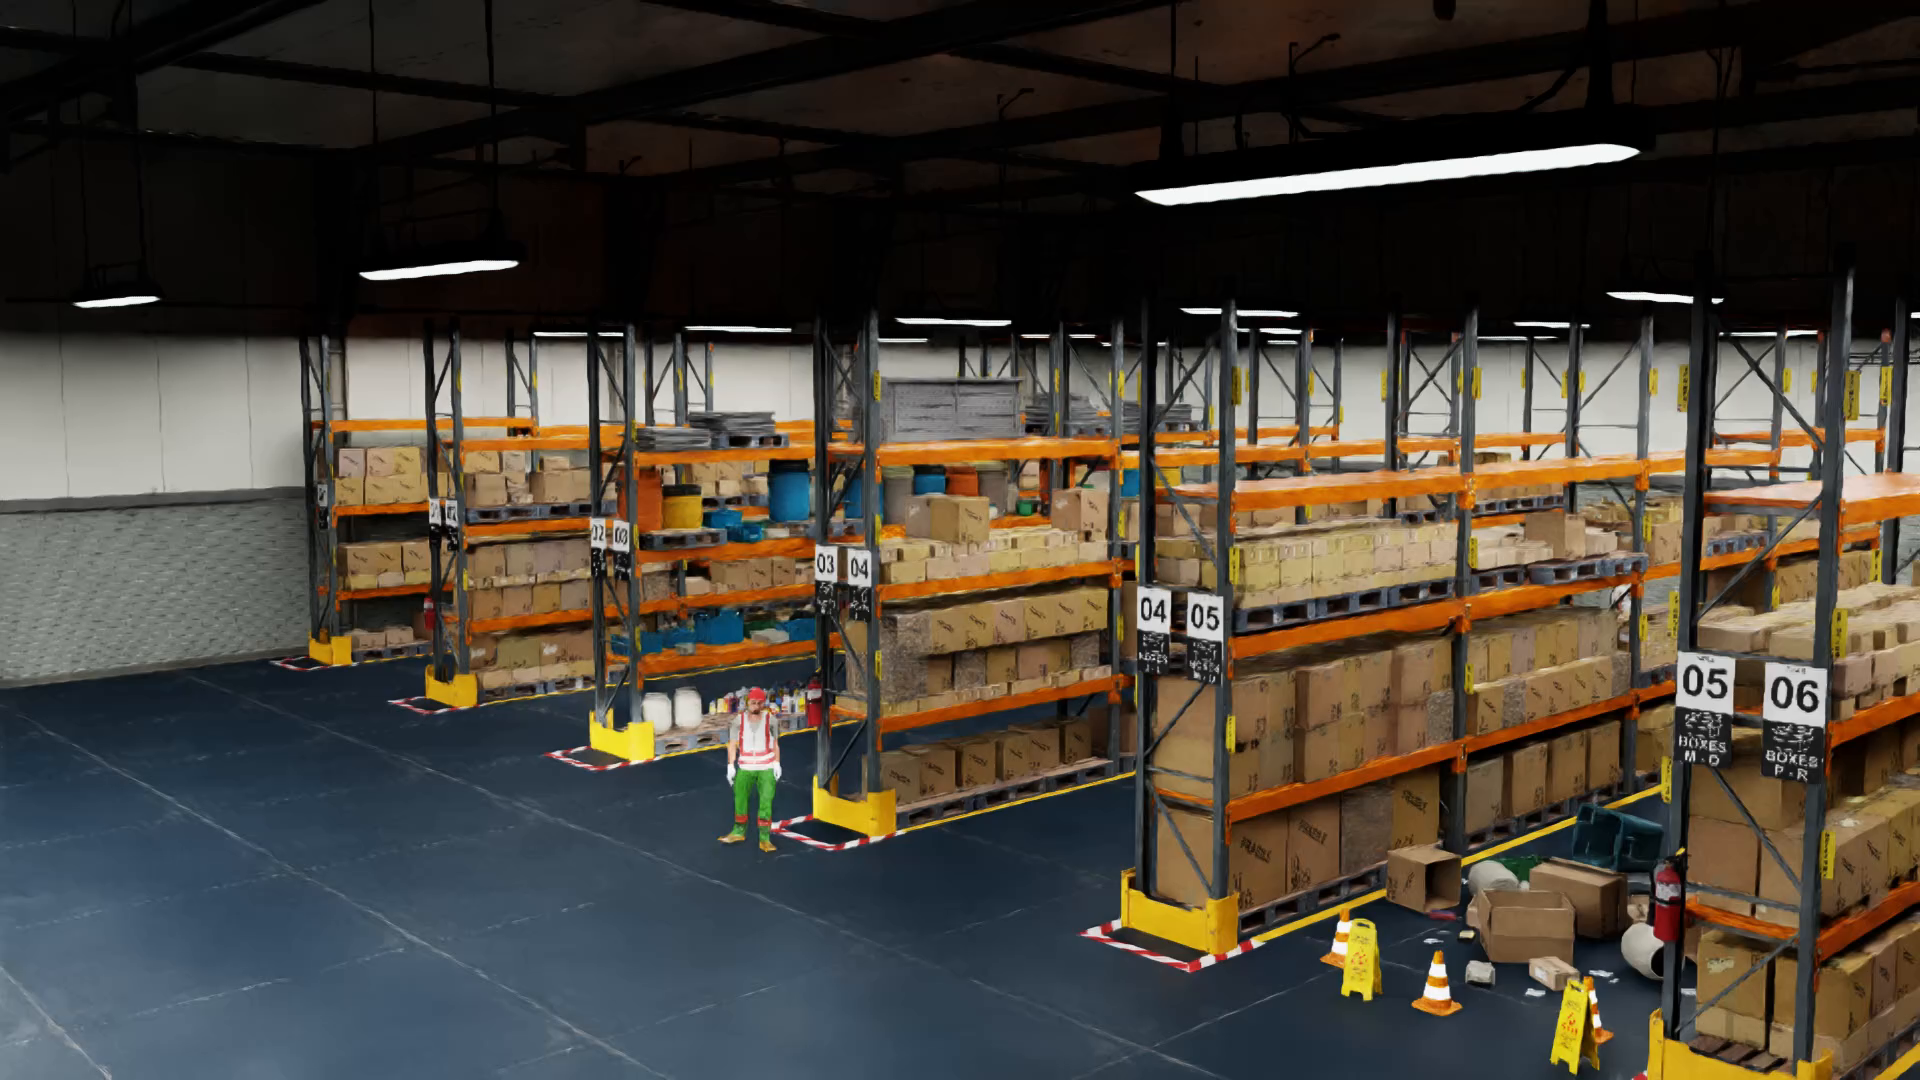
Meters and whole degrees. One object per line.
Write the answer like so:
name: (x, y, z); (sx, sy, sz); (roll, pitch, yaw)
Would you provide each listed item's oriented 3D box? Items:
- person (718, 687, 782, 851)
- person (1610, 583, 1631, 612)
person: (-2.308, 2.463, 18.035); (0.702, 1.788, 0.487); (0, 6, 1)
person: (11.817, 1.308, 29.525); (0.510, 1.758, 0.618); (5, 7, 39)
